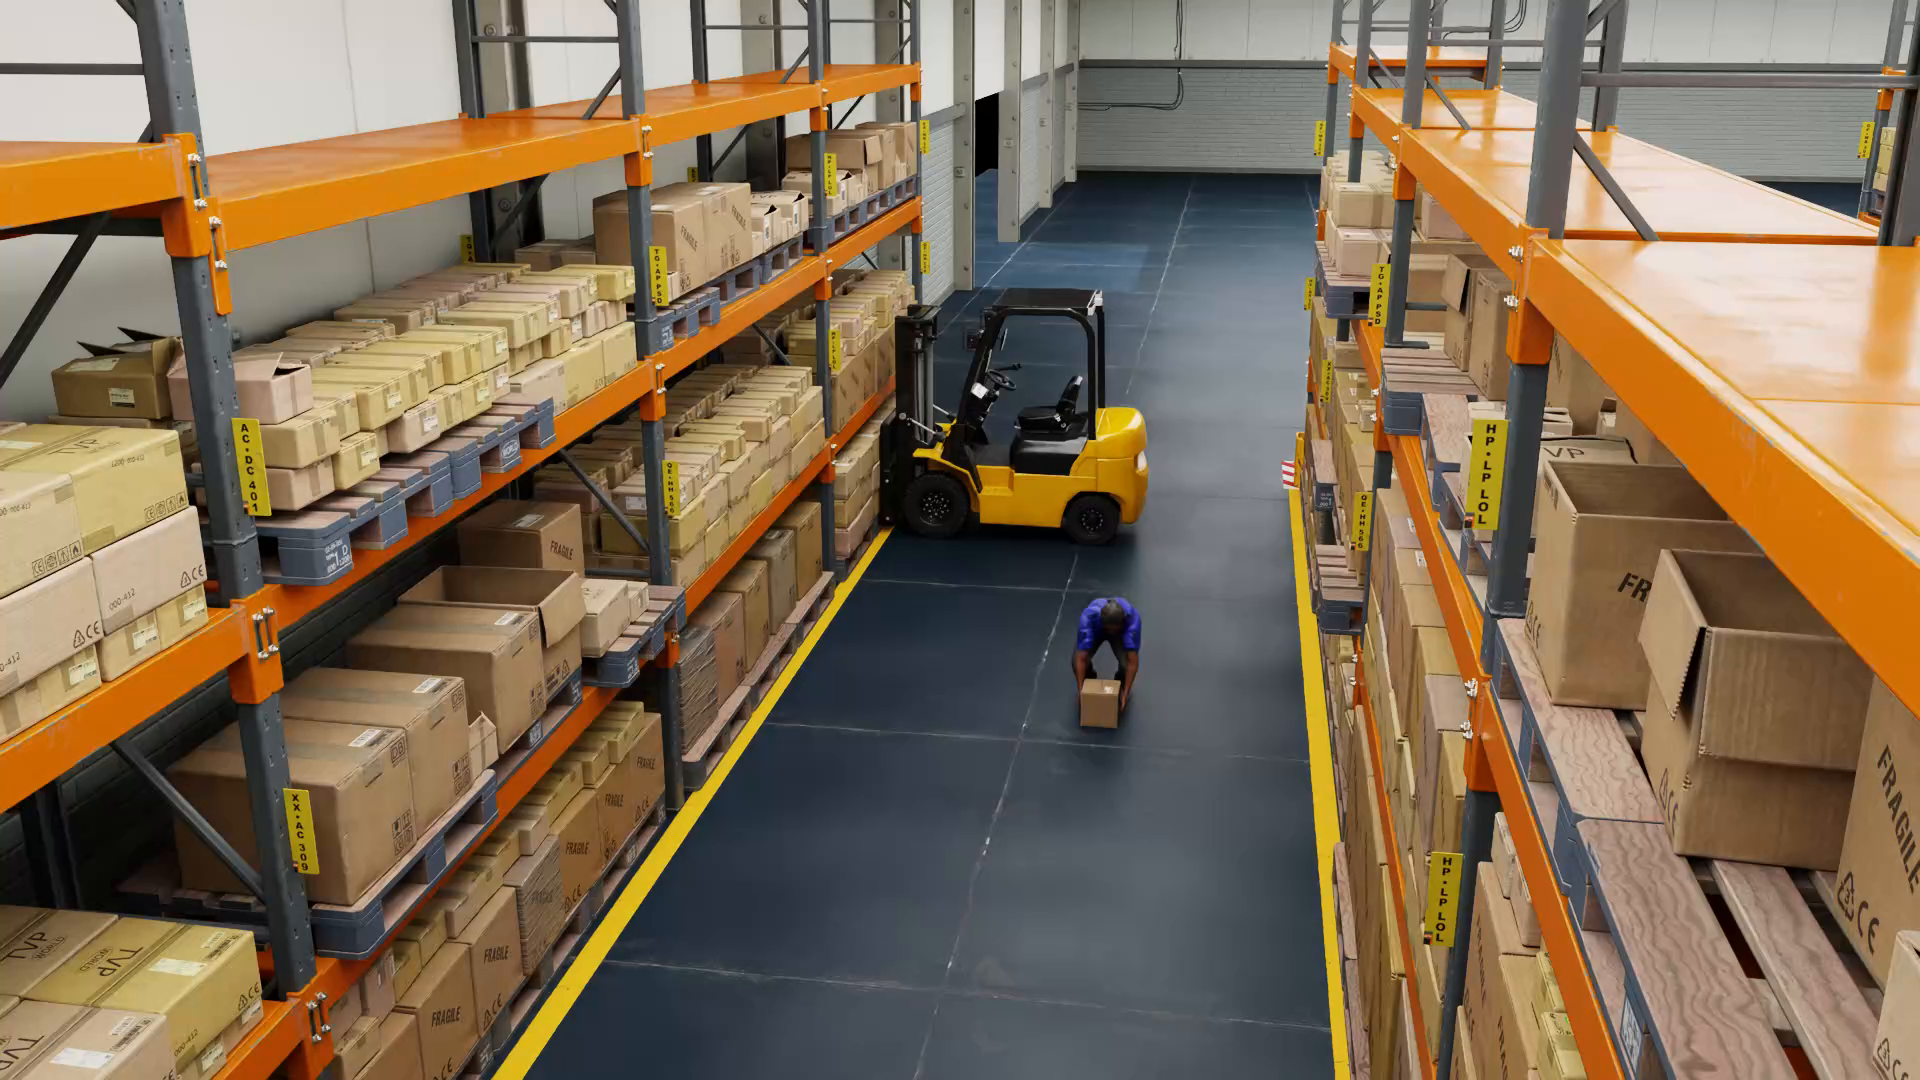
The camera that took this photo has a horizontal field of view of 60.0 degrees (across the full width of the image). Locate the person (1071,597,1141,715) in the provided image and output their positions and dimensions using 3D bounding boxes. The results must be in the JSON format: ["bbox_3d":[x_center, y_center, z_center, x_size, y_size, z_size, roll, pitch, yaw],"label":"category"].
[{"bbox_3d":[1.026,0.736,11.626,0.483,0.846,0.814,3,18,9],"label":"person"}]
